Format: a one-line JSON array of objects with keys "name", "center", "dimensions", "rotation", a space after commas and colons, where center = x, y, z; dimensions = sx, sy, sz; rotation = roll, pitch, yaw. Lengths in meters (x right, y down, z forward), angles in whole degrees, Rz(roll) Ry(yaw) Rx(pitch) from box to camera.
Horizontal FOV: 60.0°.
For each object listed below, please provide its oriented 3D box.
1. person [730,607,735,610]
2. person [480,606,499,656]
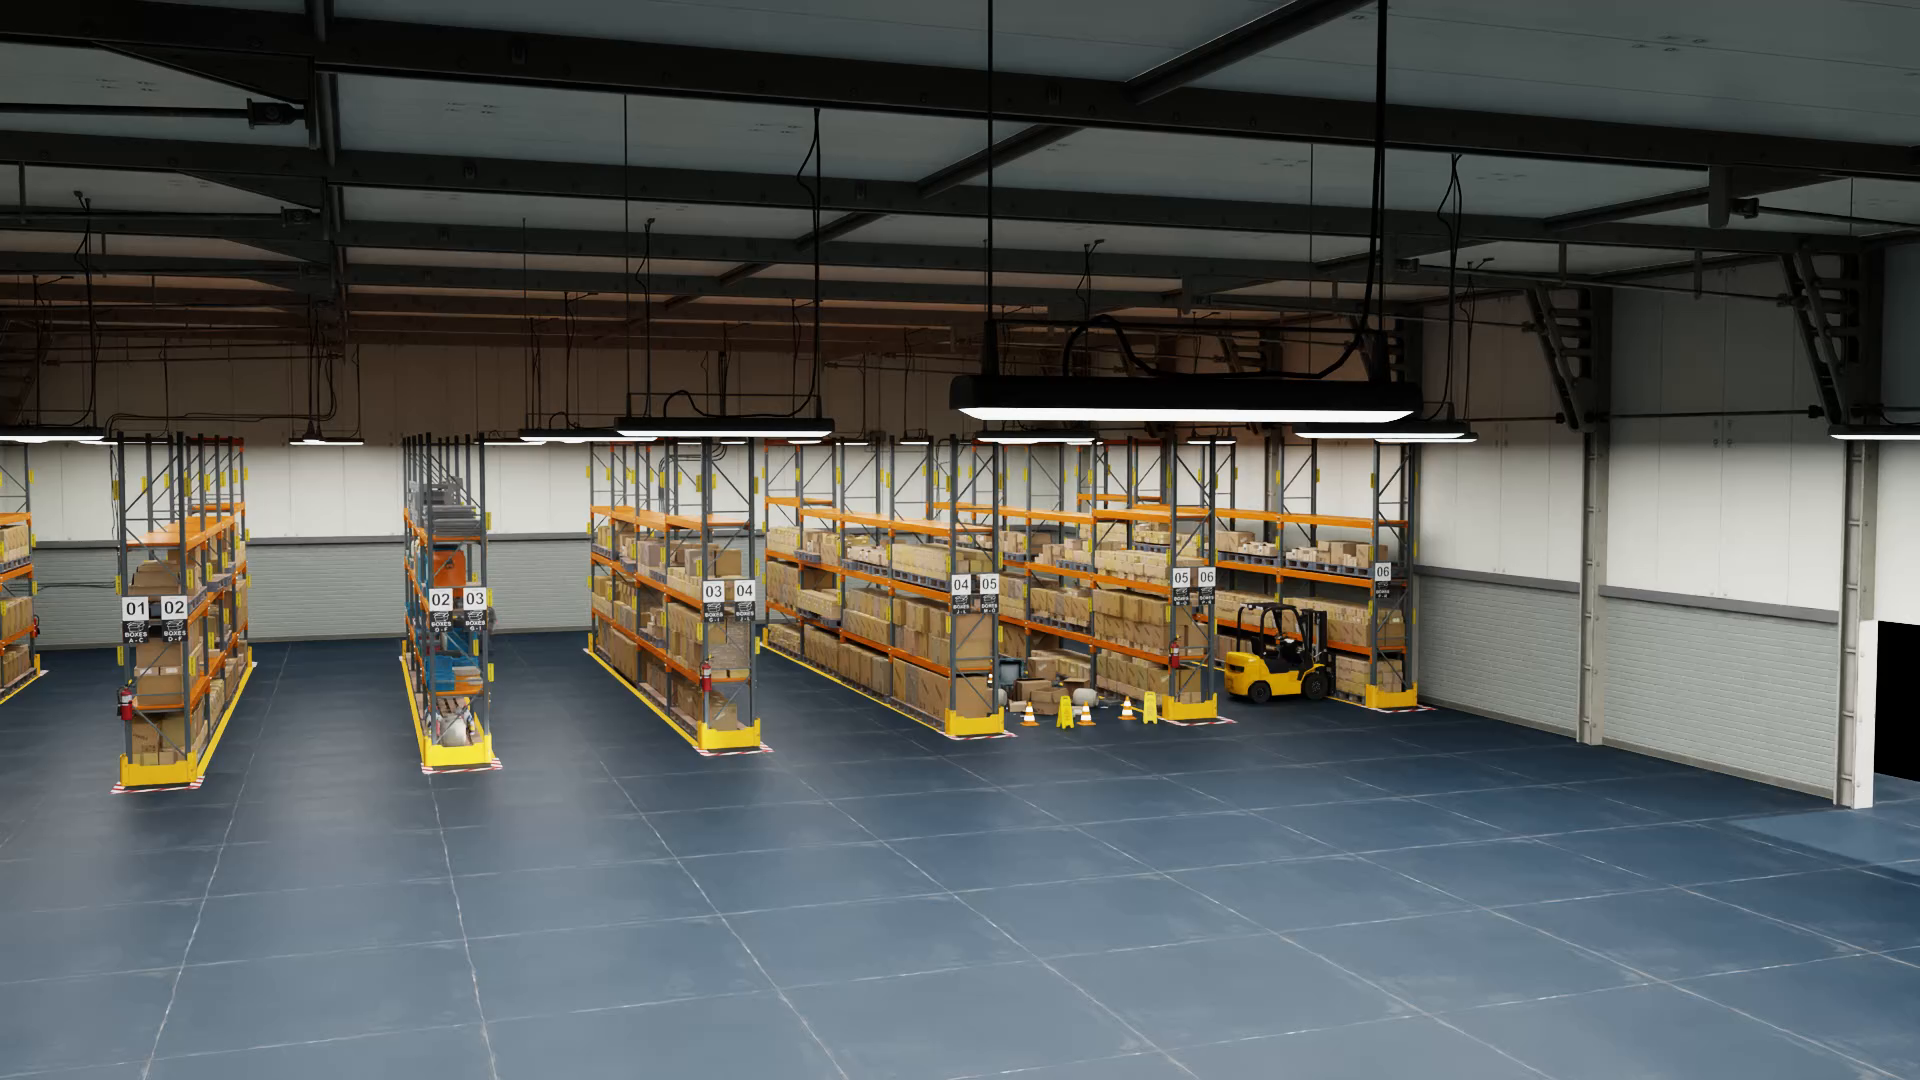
[{"name": "person", "center": [-7.030, 2.085, 50.765], "dimensions": [0.494, 1.622, 0.528], "rotation": [2, 4, 36]}, {"name": "person", "center": [-13.047, 2.331, 45.896], "dimensions": [0.649, 1.664, 1.032], "rotation": [-3, 4, -44]}]
